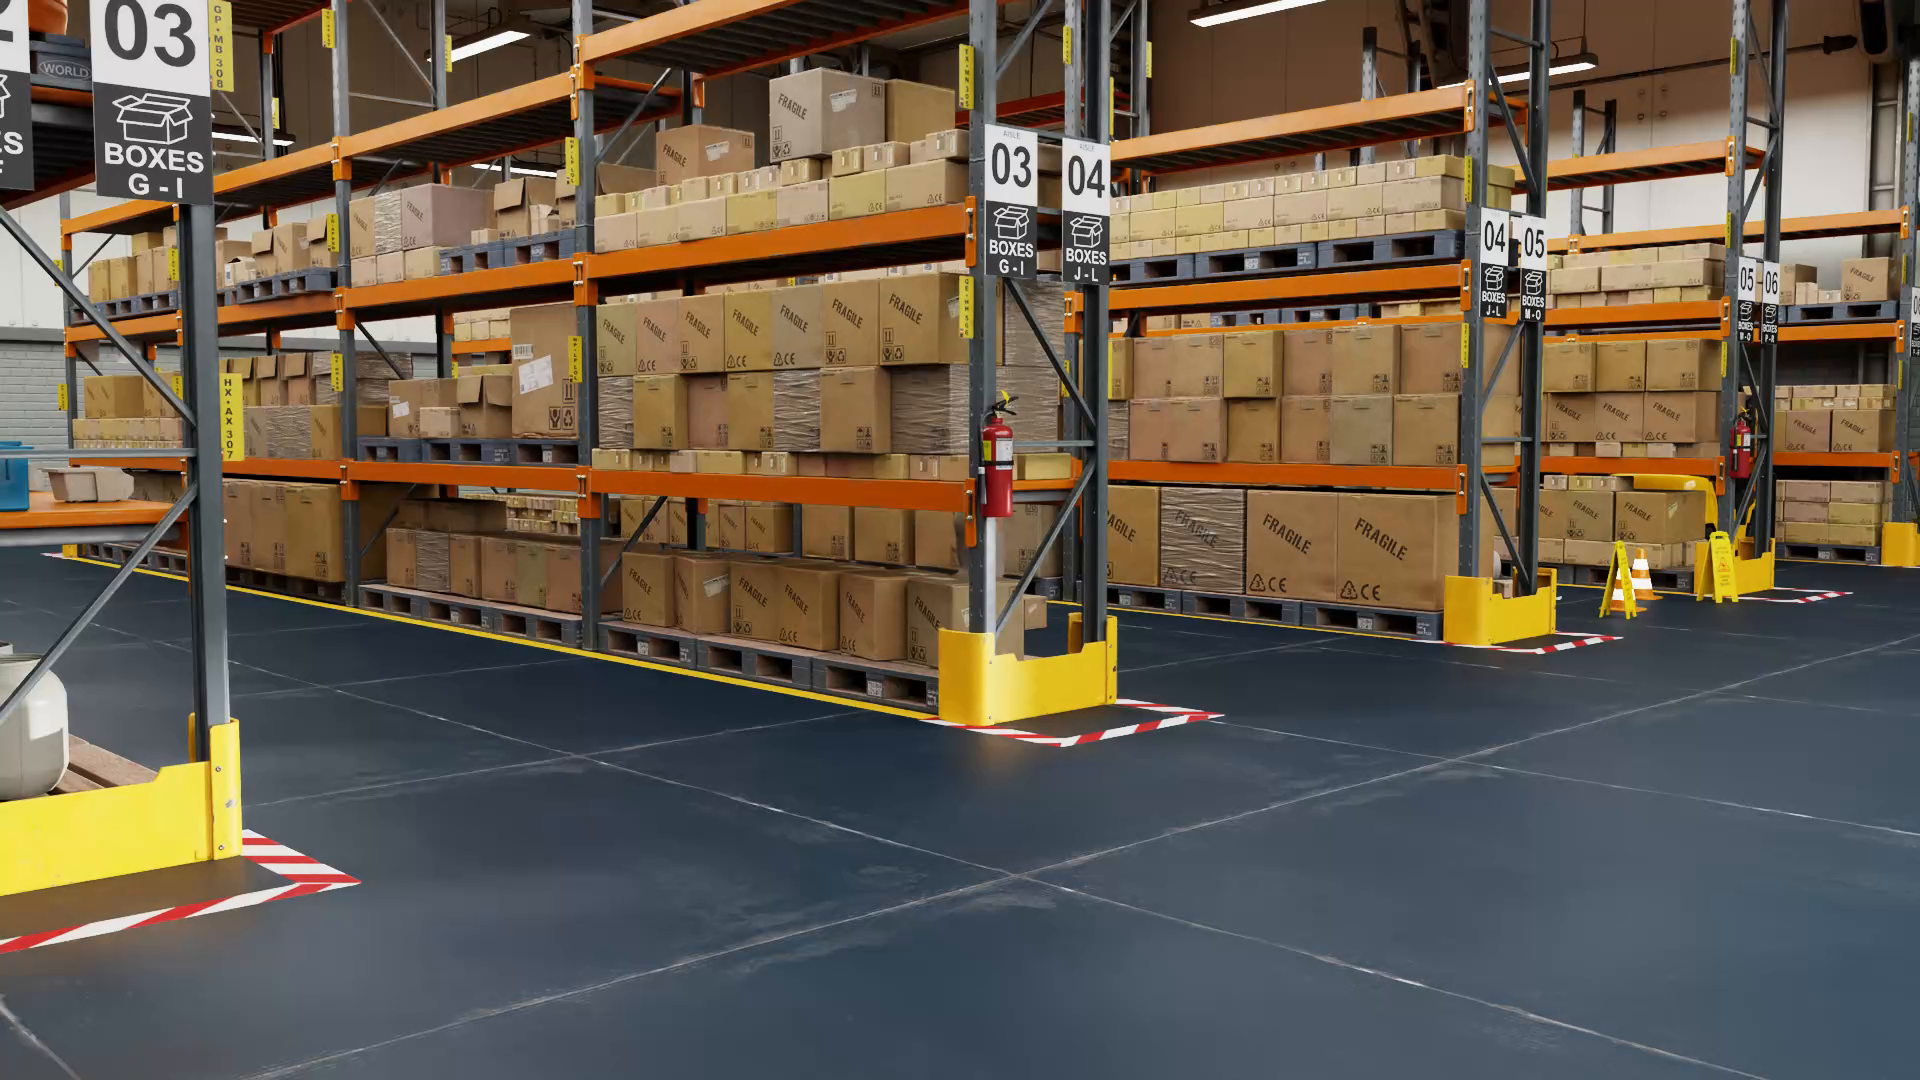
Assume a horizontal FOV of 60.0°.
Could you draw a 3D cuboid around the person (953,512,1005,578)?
[{"bbox_3d":[0.145,-0.172,12.941,0.358,1.643,0.531,-4,5,-43],"label":"person"}]
